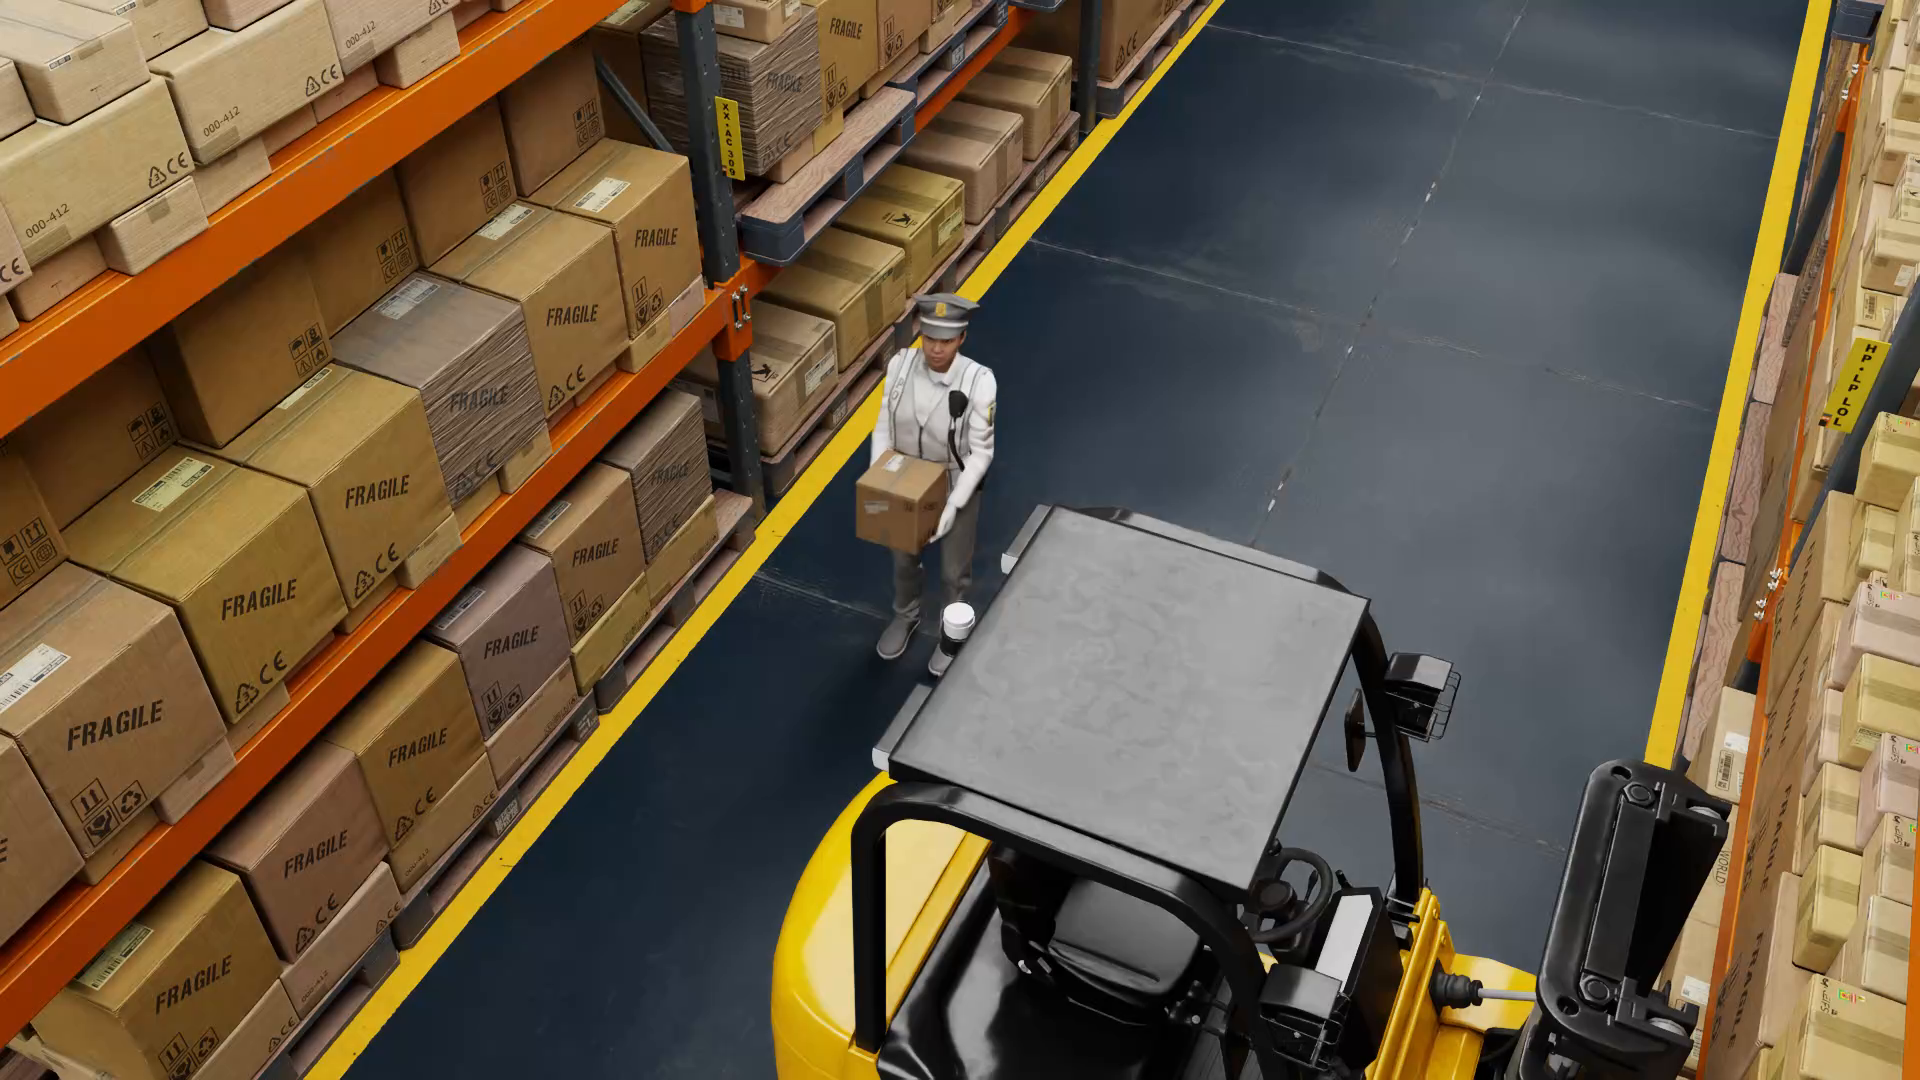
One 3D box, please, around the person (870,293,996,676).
[{"bbox_3d":[-0.109,-0.175,6.370,0.468,1.697,0.552,12,44,13],"label":"person"}]
